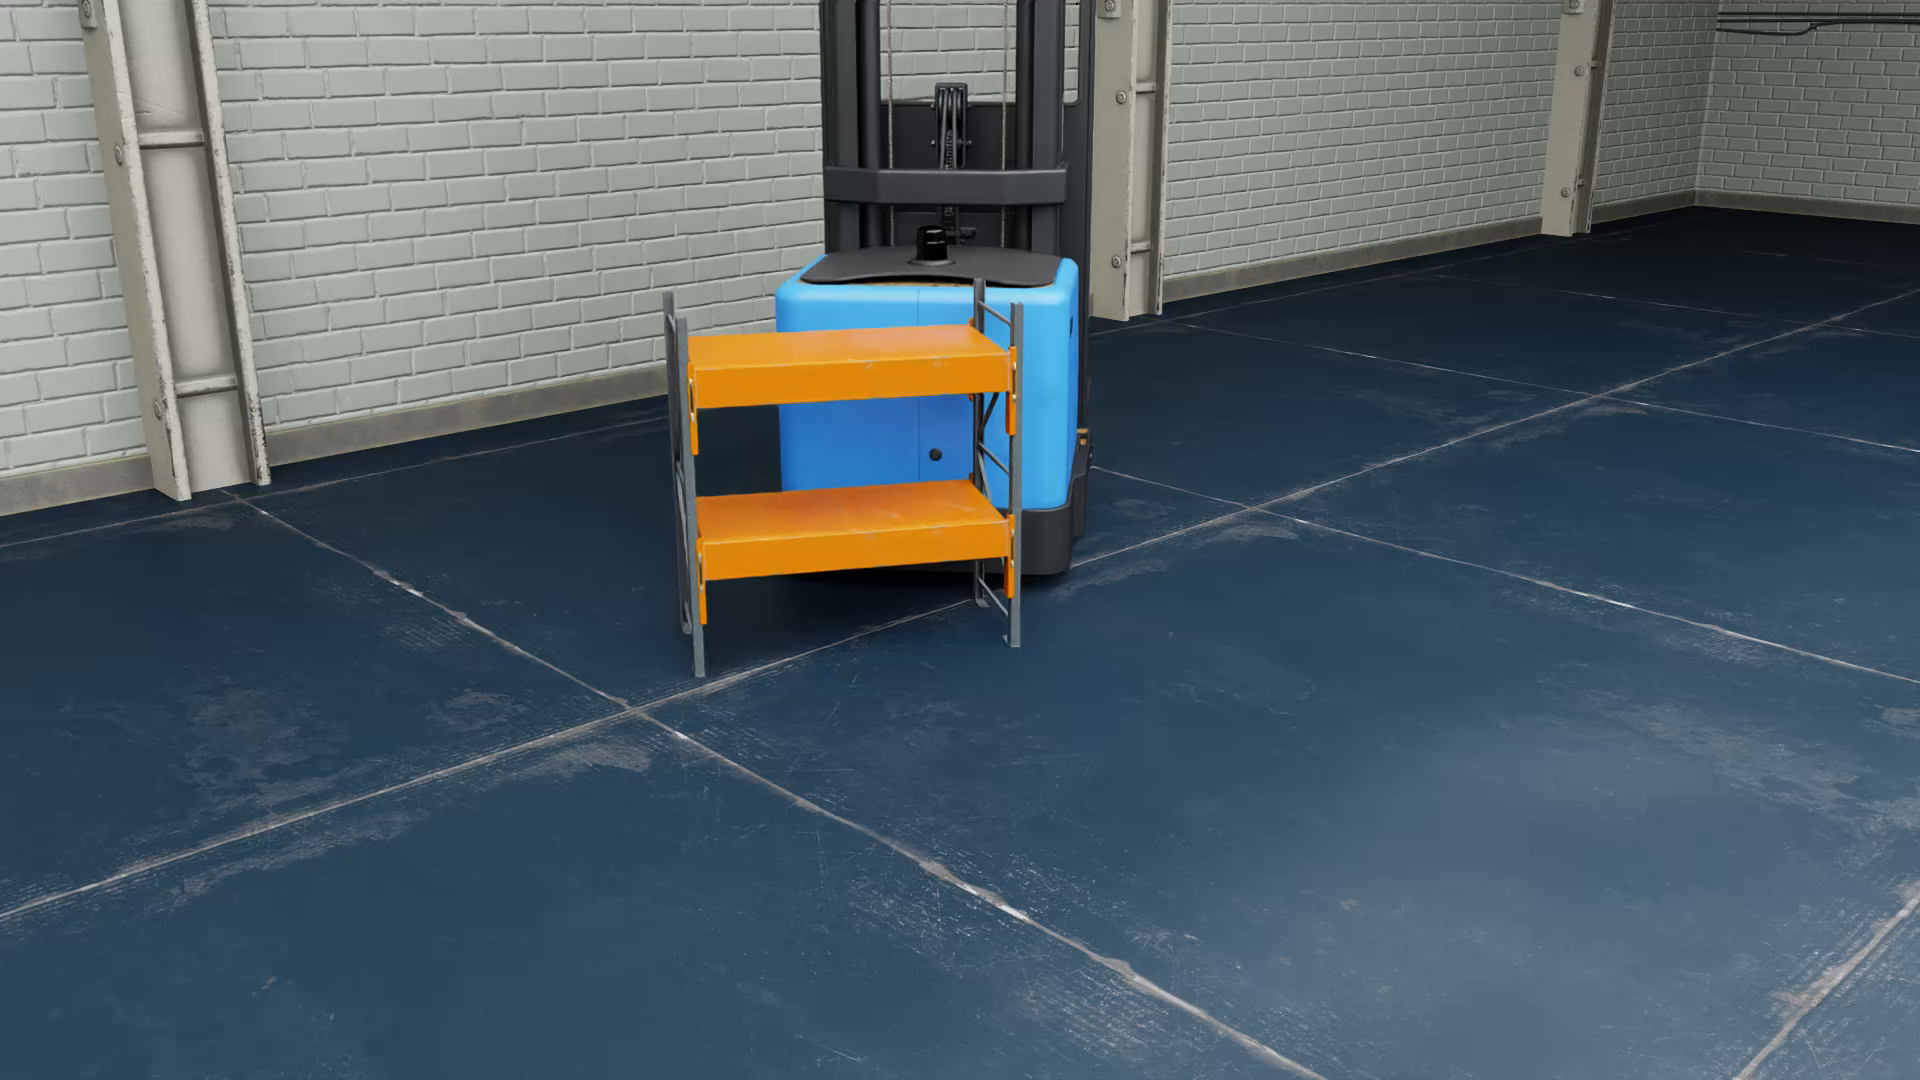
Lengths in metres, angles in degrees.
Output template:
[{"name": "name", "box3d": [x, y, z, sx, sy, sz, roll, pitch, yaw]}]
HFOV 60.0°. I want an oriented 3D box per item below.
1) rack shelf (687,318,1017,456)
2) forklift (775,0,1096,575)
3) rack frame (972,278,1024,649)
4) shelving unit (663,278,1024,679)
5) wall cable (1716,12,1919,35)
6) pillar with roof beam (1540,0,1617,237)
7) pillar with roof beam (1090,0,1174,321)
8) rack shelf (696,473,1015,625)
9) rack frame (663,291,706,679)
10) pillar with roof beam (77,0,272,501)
[{"name": "rack shelf", "box3d": [-0.374, -0.497, 5.244, 1.000, 0.278, 0.538, -4, 18, -13]}, {"name": "forklift", "box3d": [0.017, -1.679, 6.912, 1.130, 2.935, 3.031, 2, 18, 6]}, {"name": "rack frame", "box3d": [0.119, -0.257, 5.453, 0.032, 1.125, 0.500, -4, 18, -13]}, {"name": "shelving unit", "box3d": [-0.374, -0.218, 5.335, 1.048, 1.125, 0.538, -4, 18, -13]}, {"name": "wall cable", "box3d": [8.521, -5.914, 15.169, 0.112, 2.526, 3.097, -16, 24, -41]}, {"name": "pillar with roof beam", "box3d": [8.430, -6.098, 10.703, 0.400, 9.000, 9.100, -16, 24, -41]}, {"name": "pillar with roof beam", "box3d": [4.070, -4.827, 6.781, 0.400, 9.000, 9.100, -16, 24, -41]}, {"name": "rack shelf", "box3d": [-0.374, 0.014, 5.410, 1.000, 0.278, 0.538, -4, 18, -13]}, {"name": "rack frame", "box3d": [-0.867, -0.180, 5.217, 0.032, 1.125, 0.500, -4, 18, -13]}, {"name": "pillar with roof beam", "box3d": [-0.290, -3.555, 2.860, 0.400, 9.000, 9.100, -16, 24, -41]}]
